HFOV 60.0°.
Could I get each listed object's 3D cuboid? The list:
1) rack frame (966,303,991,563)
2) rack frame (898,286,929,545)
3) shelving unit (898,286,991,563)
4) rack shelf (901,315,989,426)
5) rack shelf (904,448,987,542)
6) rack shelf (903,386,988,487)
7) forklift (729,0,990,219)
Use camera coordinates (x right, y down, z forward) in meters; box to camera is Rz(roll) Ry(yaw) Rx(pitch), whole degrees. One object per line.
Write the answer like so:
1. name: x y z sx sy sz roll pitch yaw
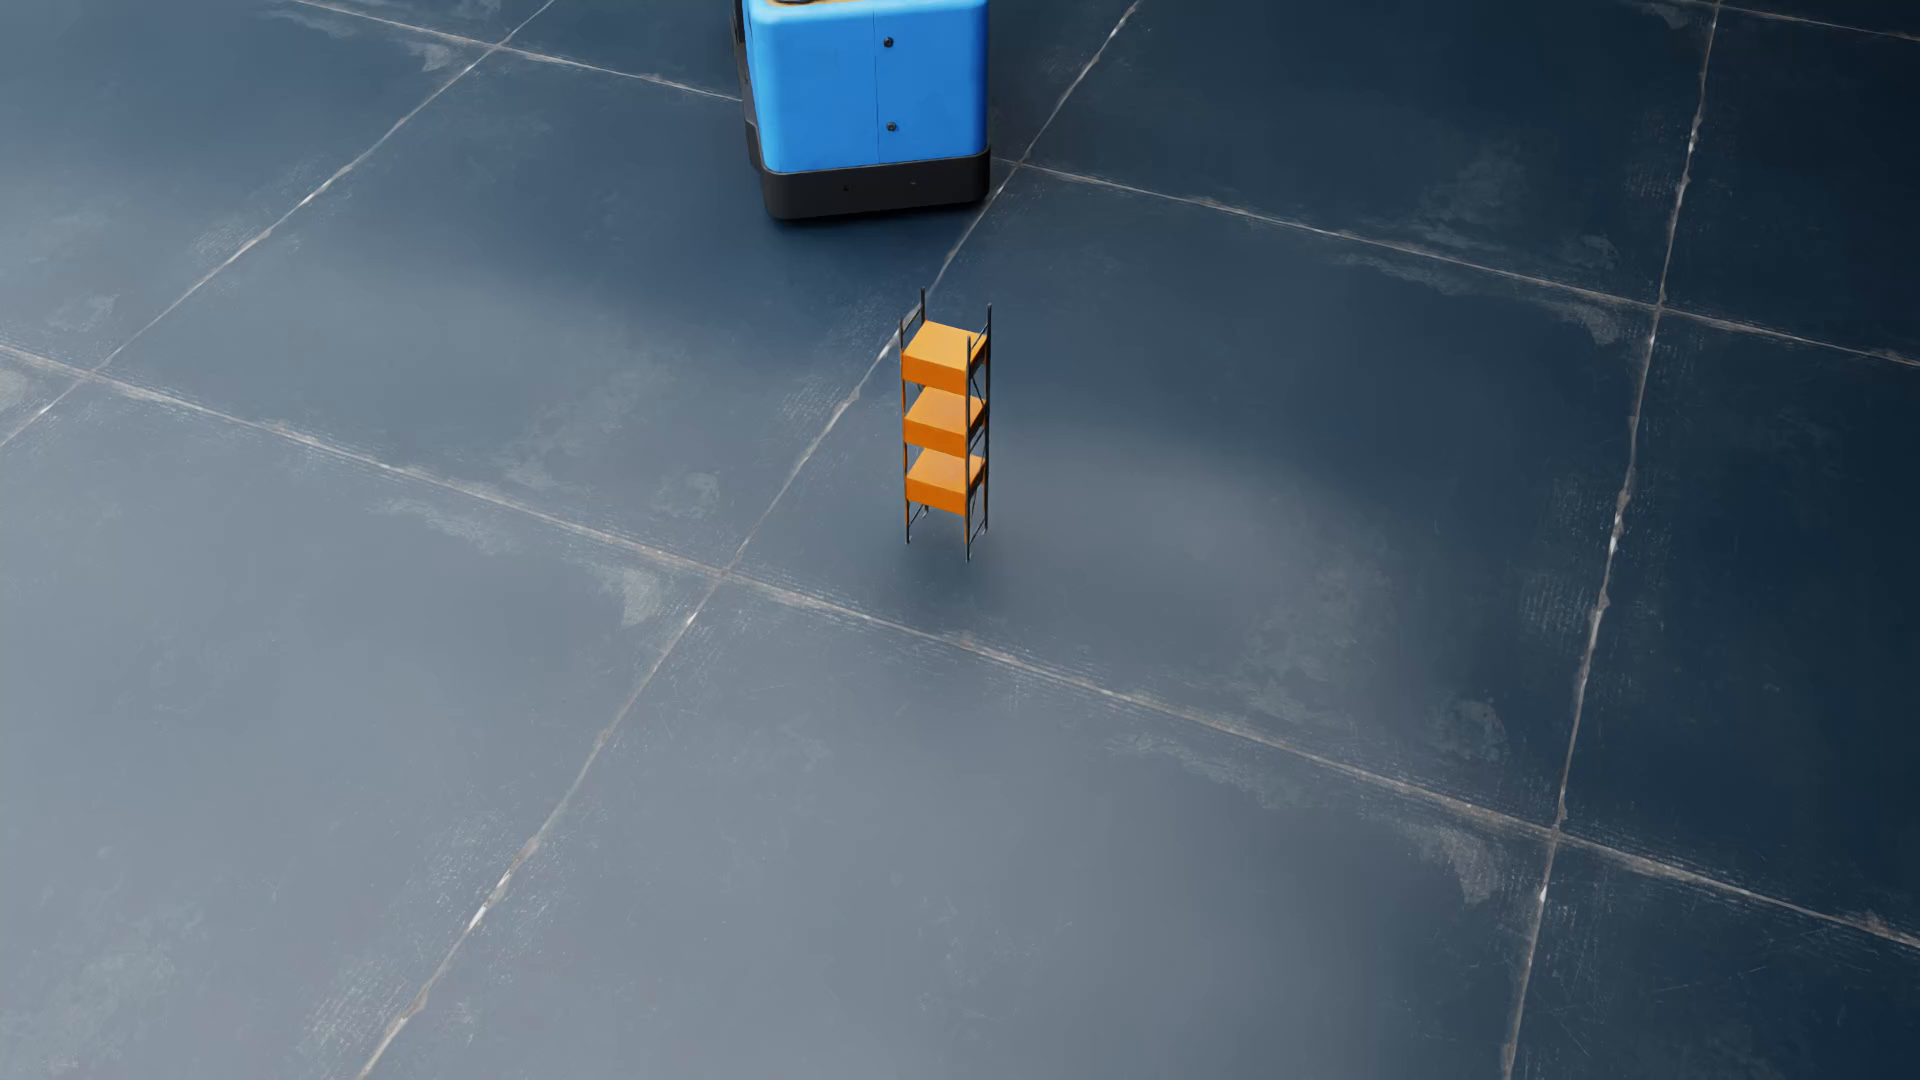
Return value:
1. rack frame: 0.063 -0.354 5.861 0.008 1.050 0.200 16 47 16
2. rack frame: -0.162 -0.420 5.928 0.008 1.050 0.200 16 47 16
3. shelving unit: -0.049 -0.387 5.894 0.252 1.050 0.215 16 47 16
4. rack shelf: -0.049 -0.580 5.702 0.240 0.259 0.215 16 47 16
5. rack shelf: -0.049 -0.182 6.098 0.240 0.259 0.215 16 47 16
6. rack shelf: -0.049 -0.379 5.902 0.240 0.259 0.215 16 47 16
7. forklift: -0.620 -3.562 7.752 1.130 2.935 3.031 -7 45 -7
